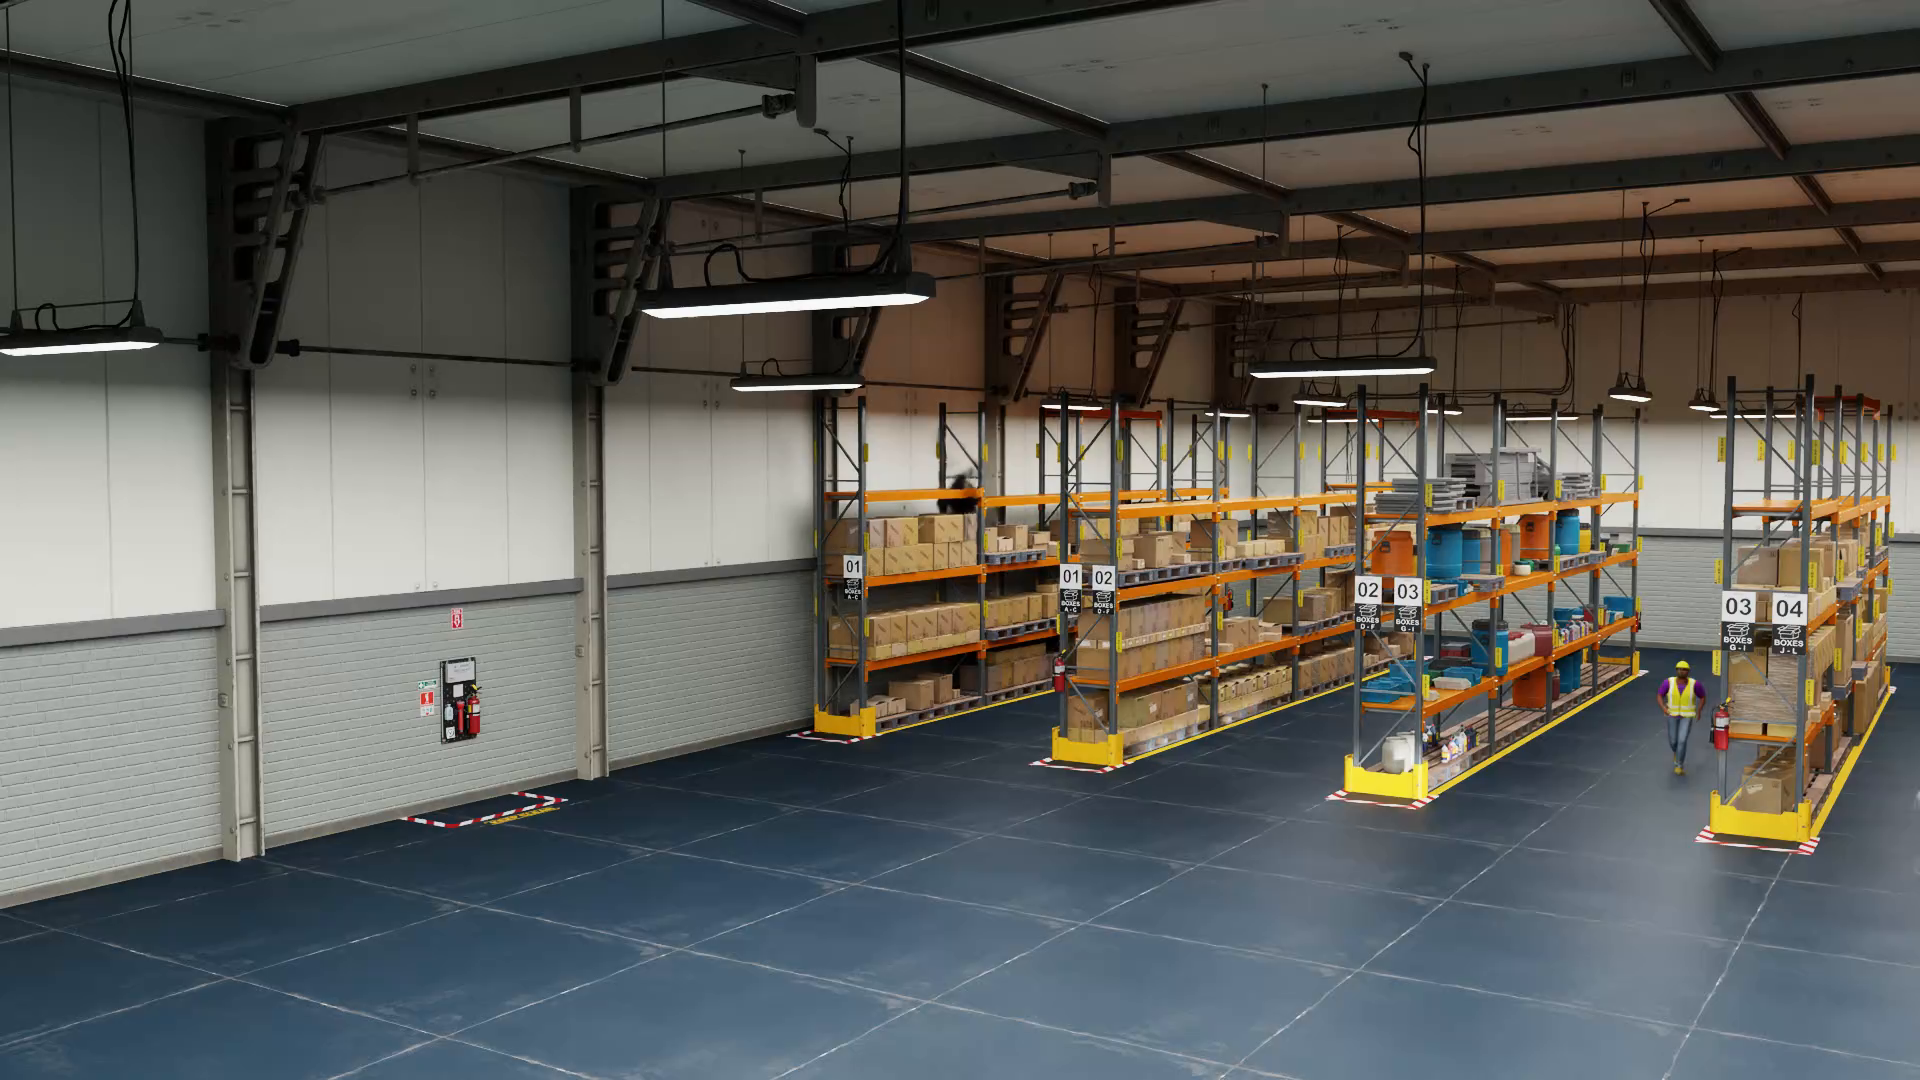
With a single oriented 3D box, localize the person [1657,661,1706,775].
[{"bbox_3d":[11.322,2.766,26.126,0.705,1.747,0.797,2,3,29],"label":"person"}]
